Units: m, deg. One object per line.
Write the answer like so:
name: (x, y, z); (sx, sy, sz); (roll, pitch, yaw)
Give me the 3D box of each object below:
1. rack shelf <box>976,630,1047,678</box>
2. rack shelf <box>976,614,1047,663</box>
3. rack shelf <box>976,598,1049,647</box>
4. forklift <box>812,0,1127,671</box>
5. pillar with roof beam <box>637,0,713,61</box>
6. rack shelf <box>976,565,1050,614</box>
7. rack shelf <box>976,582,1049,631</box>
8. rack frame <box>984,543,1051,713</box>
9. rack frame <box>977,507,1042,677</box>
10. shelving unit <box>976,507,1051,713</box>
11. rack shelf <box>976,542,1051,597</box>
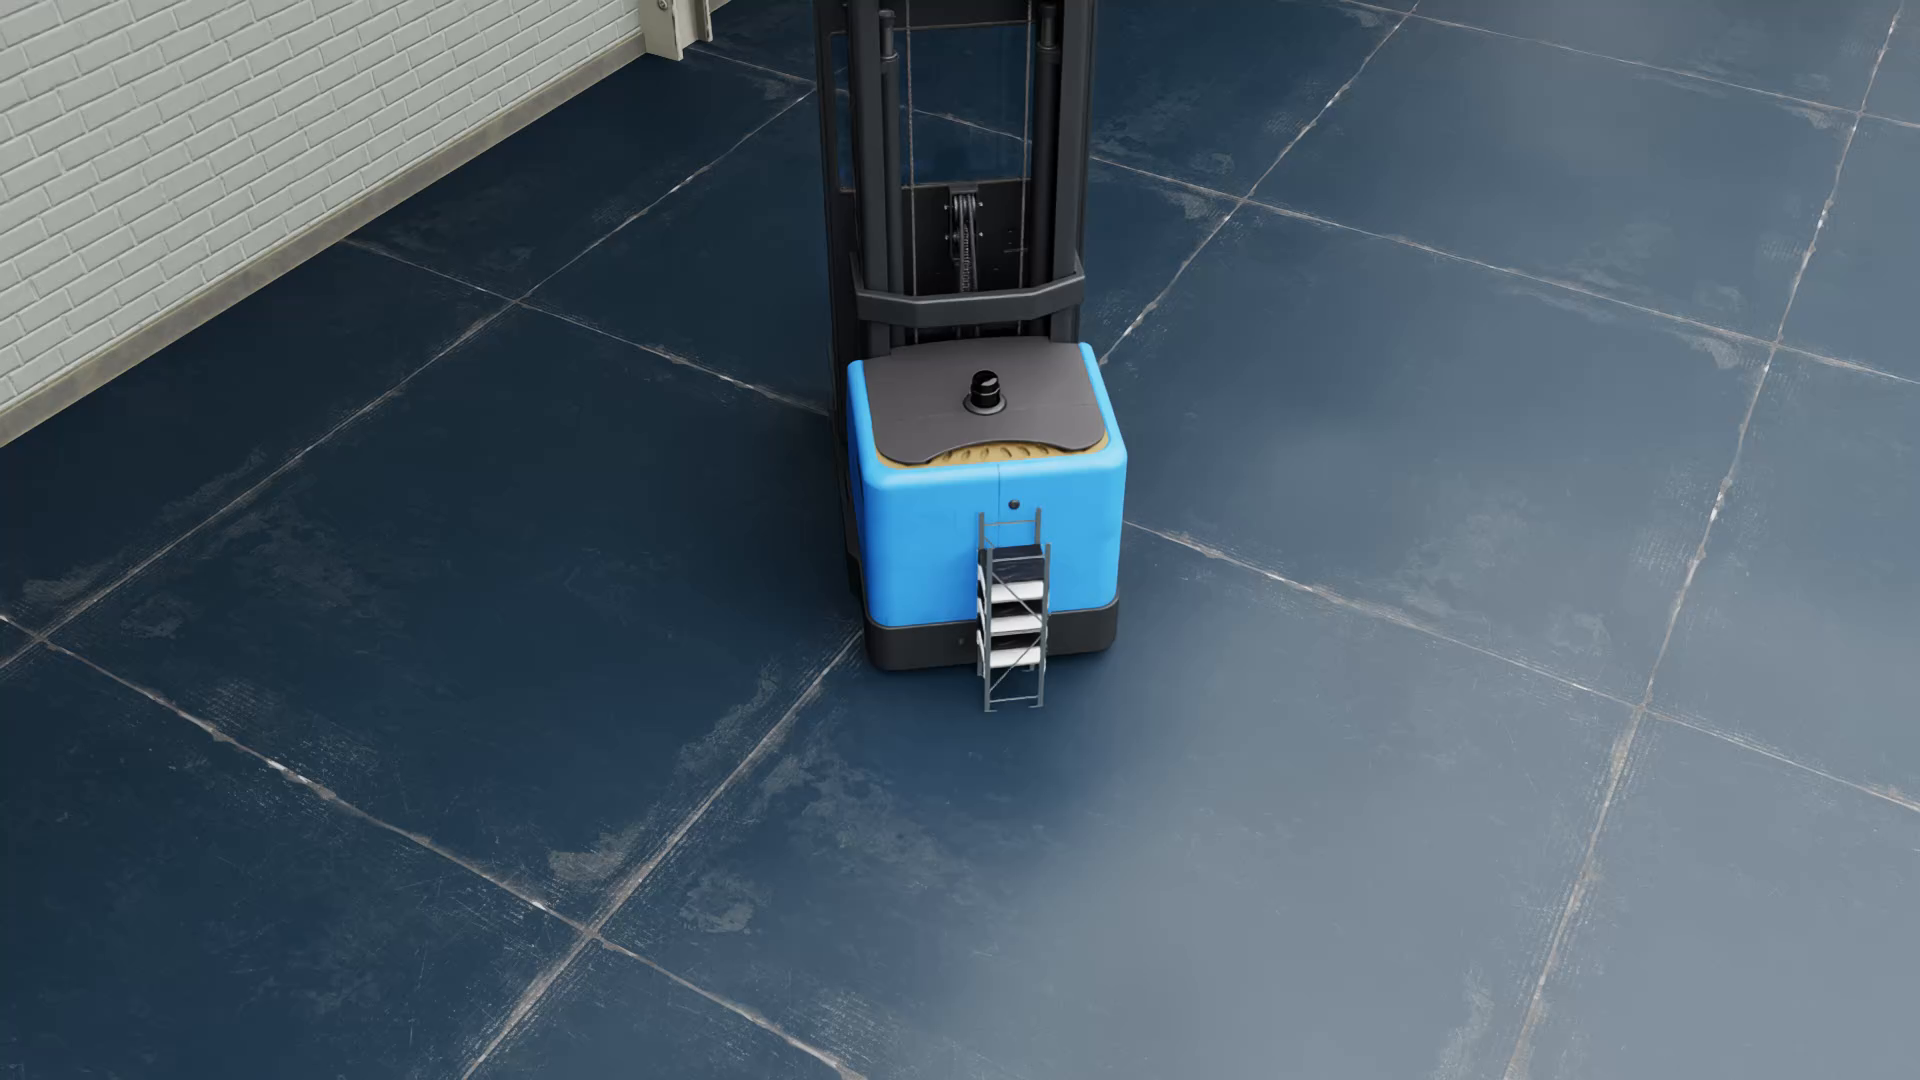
rack shelf: (0.205, 0.447, 6.698); (0.258, 0.077, 0.200); (-5, 42, -6)
rack shelf: (0.205, 0.380, 6.637); (0.258, 0.077, 0.200); (-5, 42, -6)
rack shelf: (0.205, 0.313, 6.577); (0.258, 0.077, 0.200); (-5, 42, -6)
forklift: (-0.051, -1.537, 7.094); (1.130, 2.935, 3.031); (-5, 42, -6)
pillar with roof beam: (1.790, -5.358, 6.840); (9.100, 9.000, 0.400); (21, 45, 22)
rack shelf: (0.205, 0.180, 6.456); (0.258, 0.077, 0.200); (-5, 42, -6)
rack shelf: (0.205, 0.247, 6.517); (0.258, 0.077, 0.200); (-5, 42, -6)
rack frame: (0.219, 0.356, 6.480); (0.240, 0.900, 0.006); (-5, 42, -6)
rack frame: (0.191, 0.221, 6.629); (0.240, 0.900, 0.006); (-5, 42, -6)
shelving unit: (0.205, 0.289, 6.555); (0.258, 0.900, 0.210); (-5, 42, -6)
rack shelf: (0.205, 0.113, 6.396); (0.258, 0.077, 0.200); (-5, 42, -6)
